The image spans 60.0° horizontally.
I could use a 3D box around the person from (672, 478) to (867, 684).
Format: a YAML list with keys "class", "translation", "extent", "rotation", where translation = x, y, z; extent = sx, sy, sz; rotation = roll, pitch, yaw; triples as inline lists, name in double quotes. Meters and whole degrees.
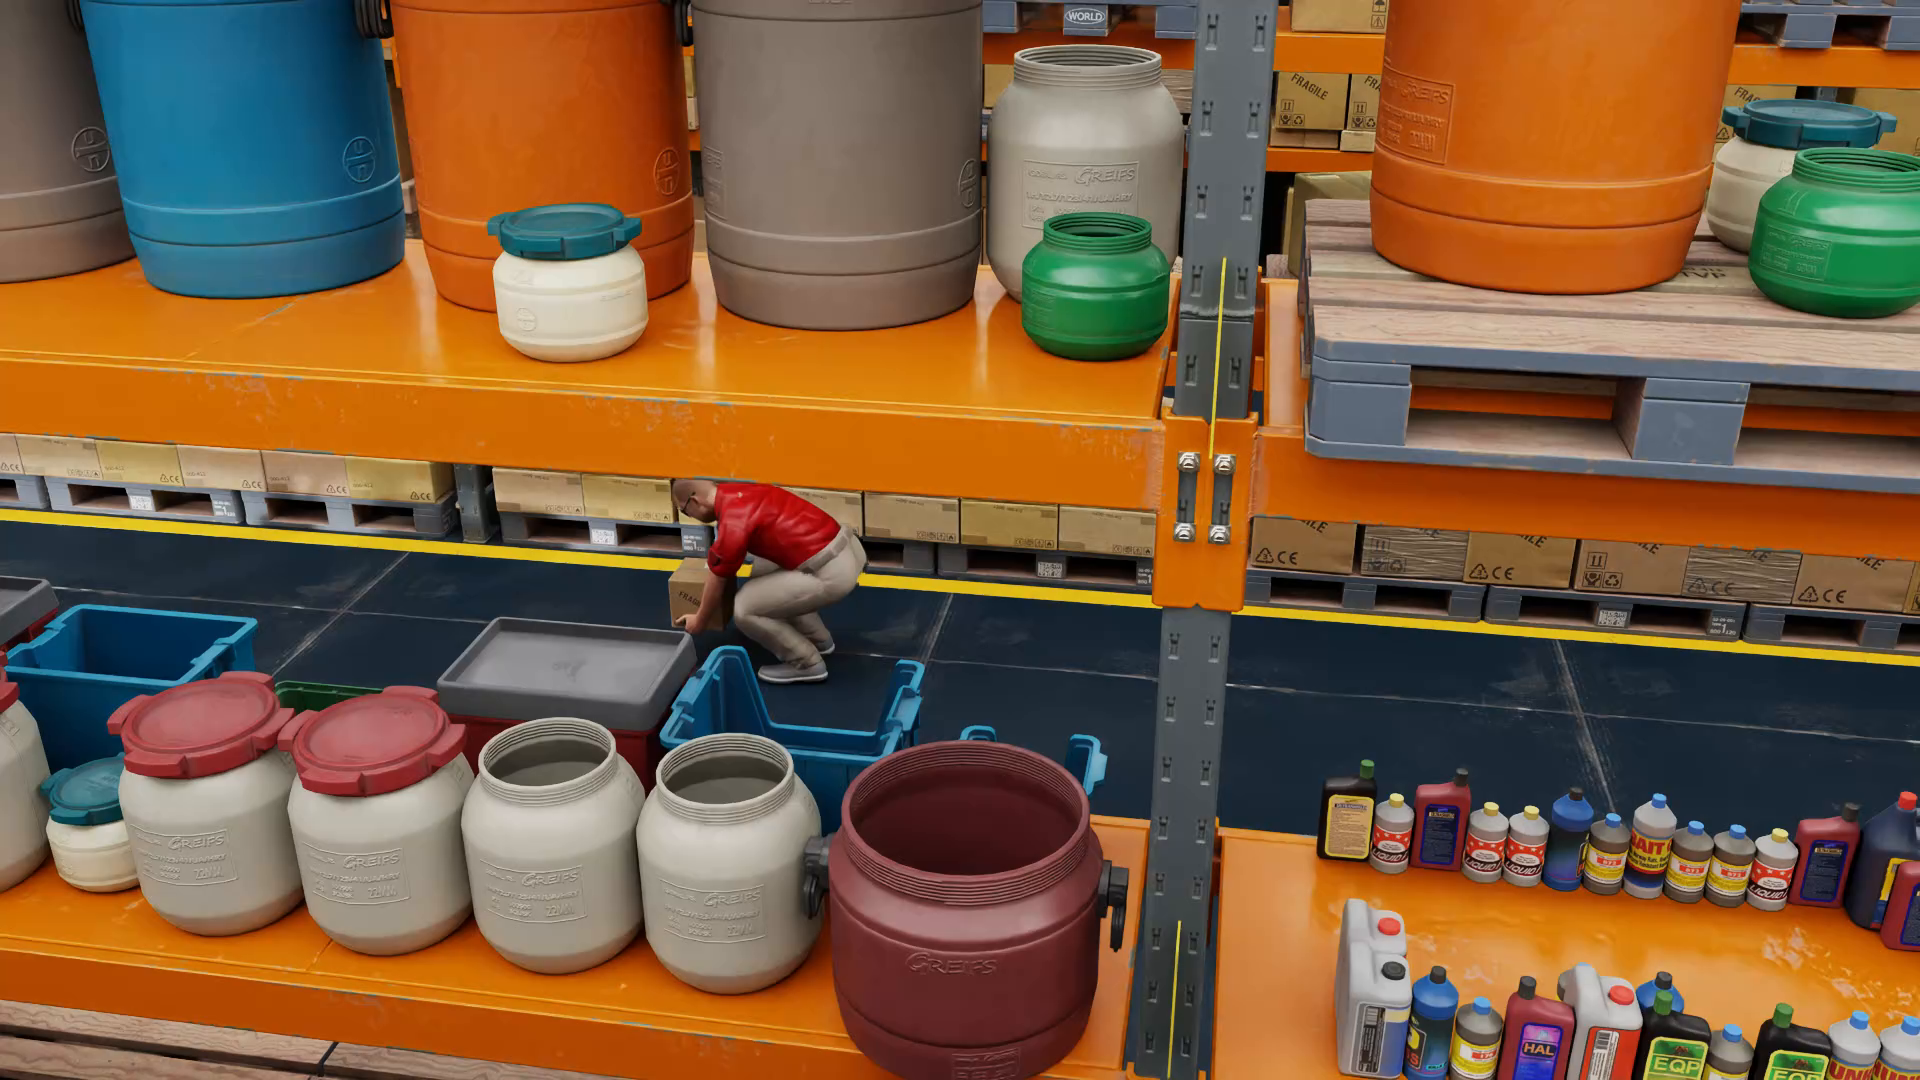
- class: "person"
  translation: [-0.882, 0.141, 7.719]
  extent: [0.877, 0.988, 0.522]
  rotation: [4, 25, 8]
